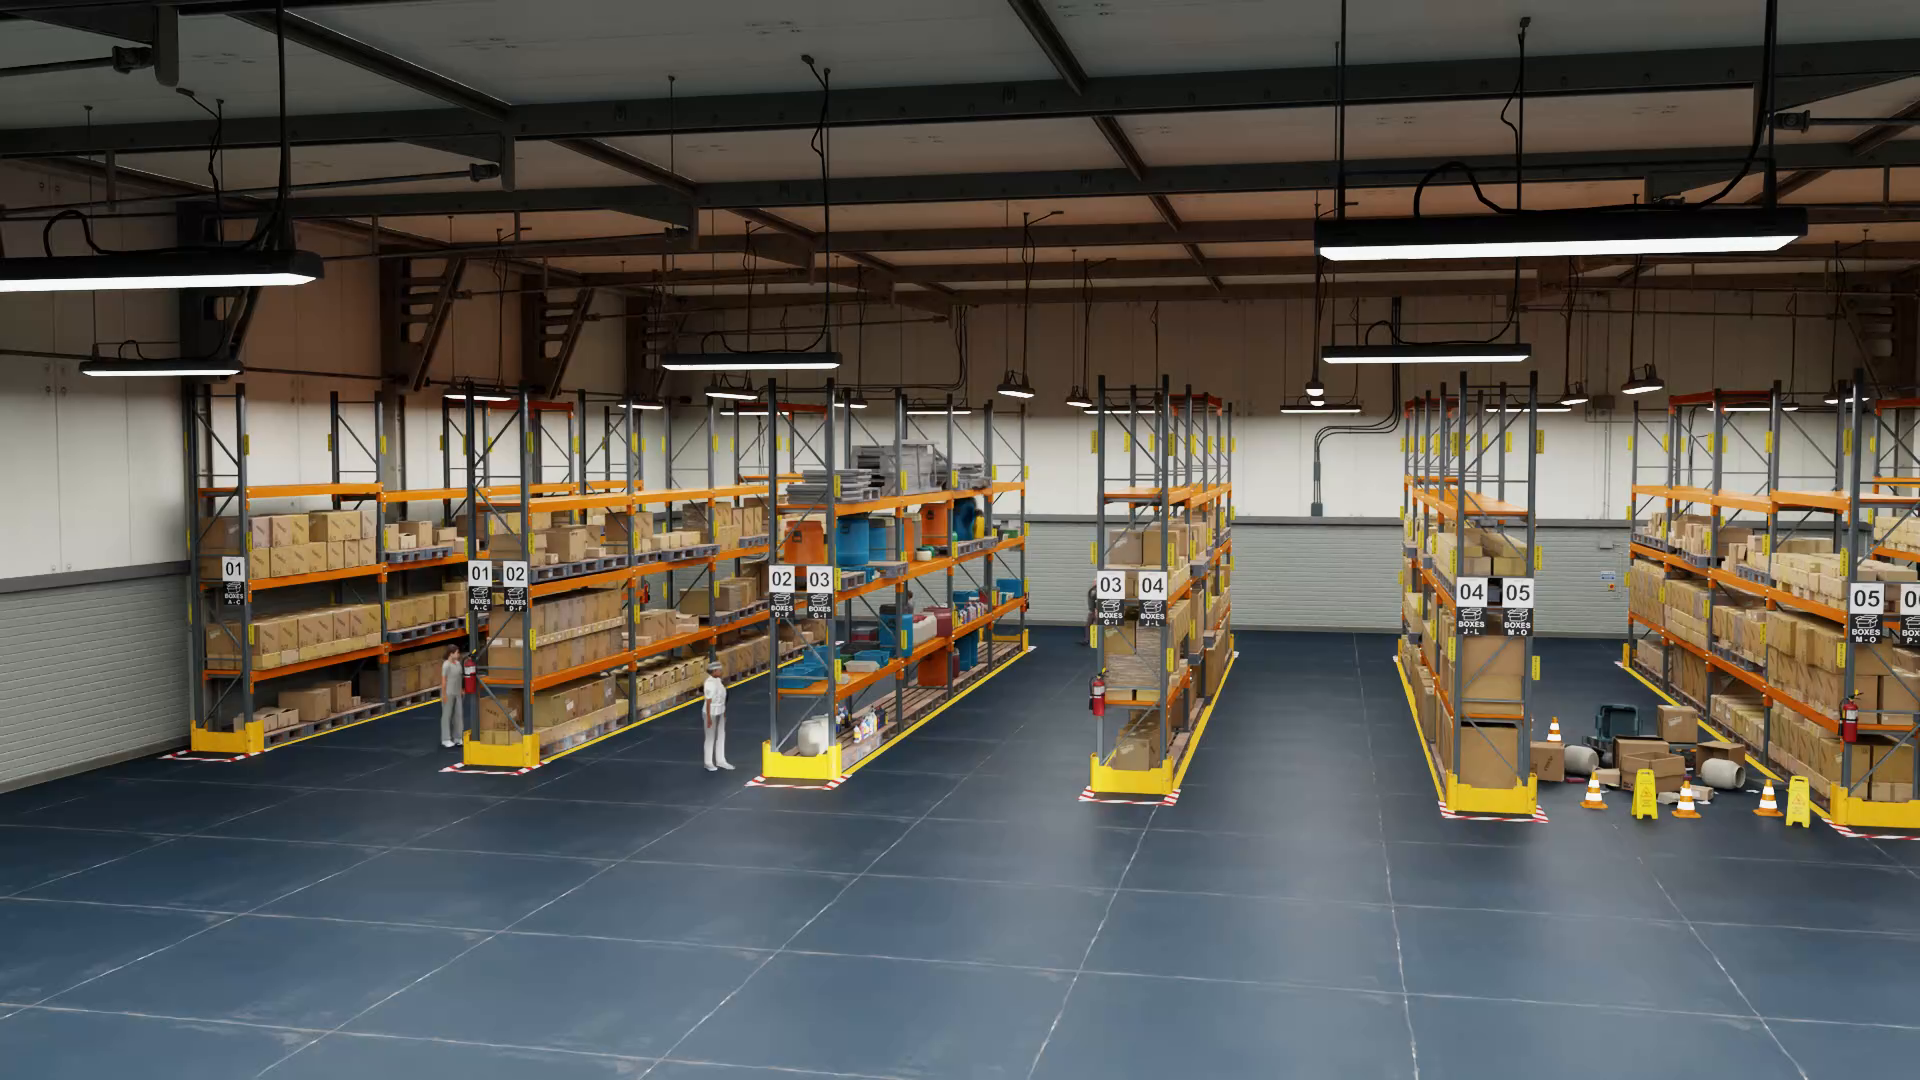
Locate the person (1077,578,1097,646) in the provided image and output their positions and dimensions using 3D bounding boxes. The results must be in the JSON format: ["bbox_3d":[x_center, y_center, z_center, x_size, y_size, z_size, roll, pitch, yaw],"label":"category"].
[{"bbox_3d":[3.389,1.788,41.426,0.912,1.698,0.559,-1,4,-22],"label":"person"}]

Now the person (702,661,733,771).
[{"bbox_3d":[-3.752,2.703,25.587,0.406,1.696,0.470,1,3,19],"label":"person"}]

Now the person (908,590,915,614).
[{"bbox_3d":[-1.281,2.002,39.152,0.386,1.591,0.501,-2,4,-25],"label":"person"}]

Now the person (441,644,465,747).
[{"bbox_3d":[-8.438,2.578,27.687,0.394,1.690,0.461,1,3,21],"label":"person"}]
